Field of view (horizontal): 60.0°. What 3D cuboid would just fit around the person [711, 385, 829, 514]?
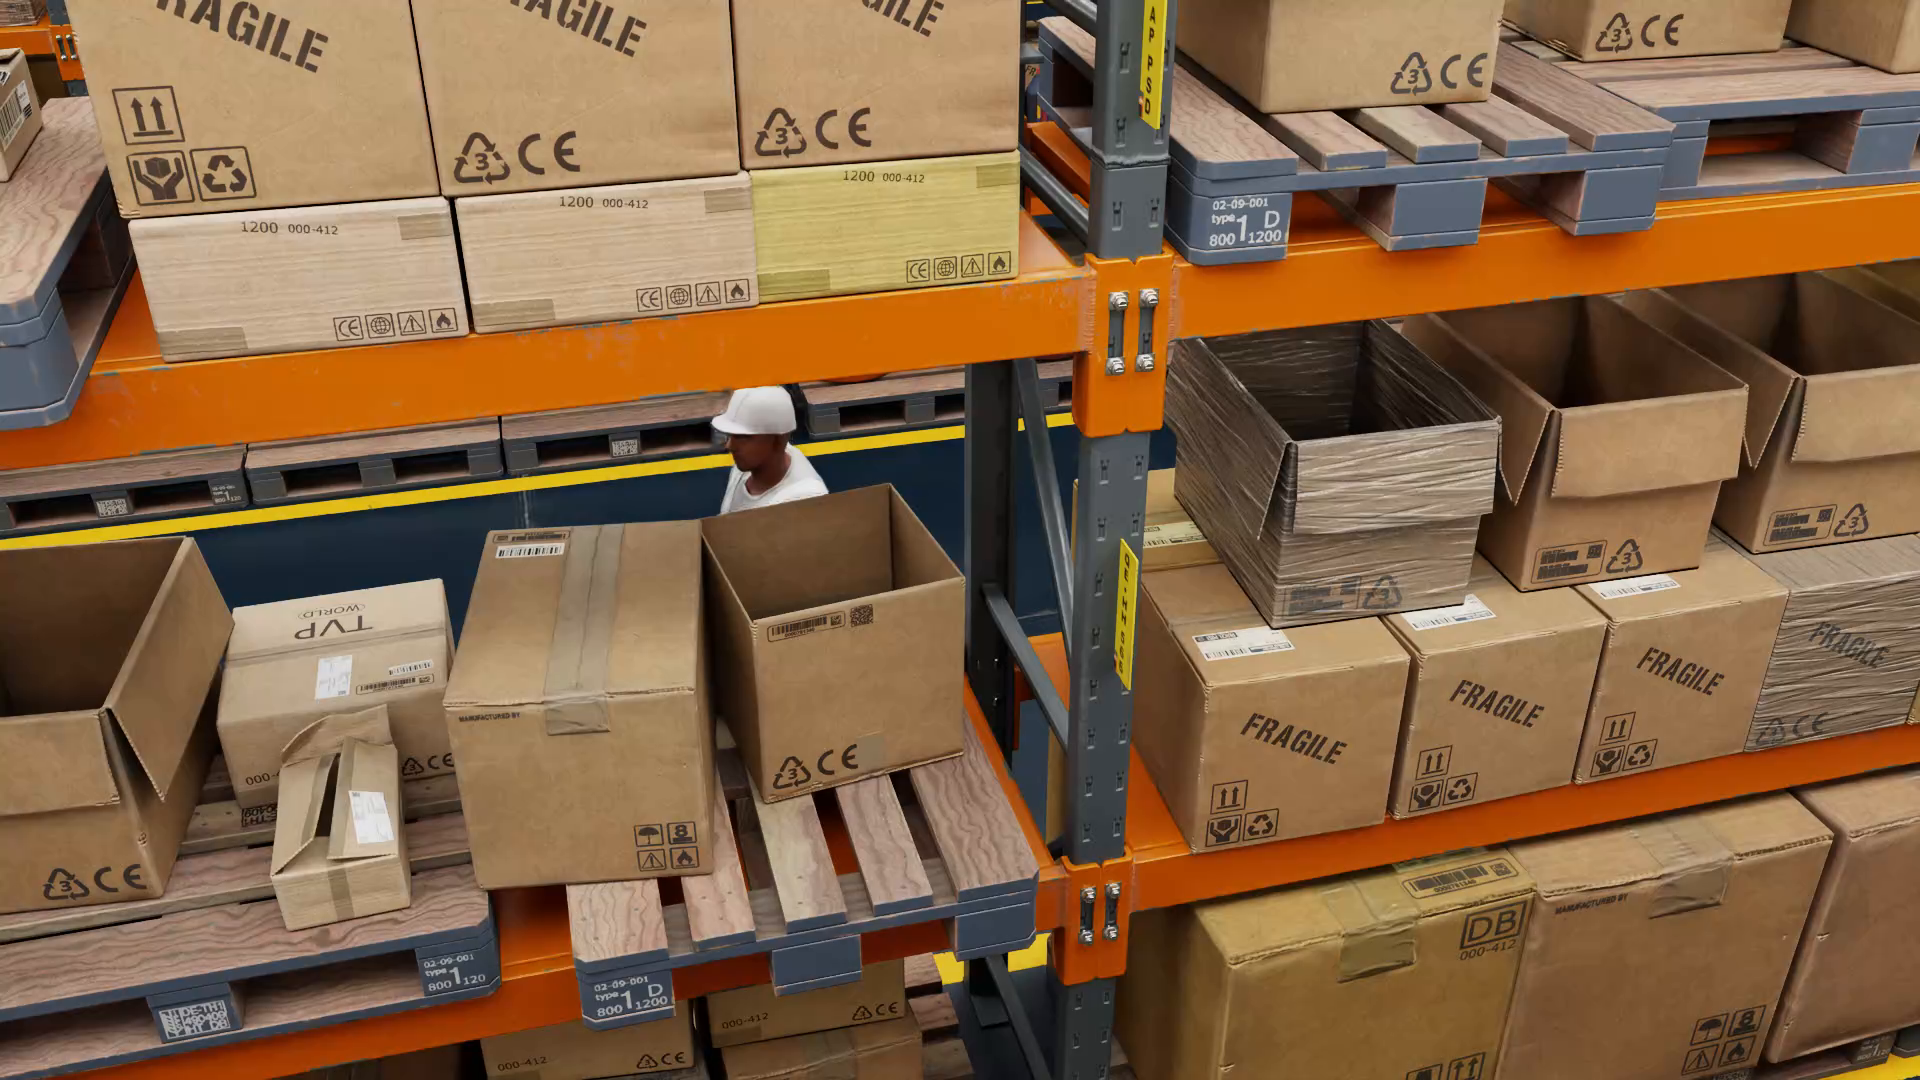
[{"bbox_3d":[-0.666,0.290,5.613,0.577,1.777,0.492,-15,33,-24],"label":"person"}]
